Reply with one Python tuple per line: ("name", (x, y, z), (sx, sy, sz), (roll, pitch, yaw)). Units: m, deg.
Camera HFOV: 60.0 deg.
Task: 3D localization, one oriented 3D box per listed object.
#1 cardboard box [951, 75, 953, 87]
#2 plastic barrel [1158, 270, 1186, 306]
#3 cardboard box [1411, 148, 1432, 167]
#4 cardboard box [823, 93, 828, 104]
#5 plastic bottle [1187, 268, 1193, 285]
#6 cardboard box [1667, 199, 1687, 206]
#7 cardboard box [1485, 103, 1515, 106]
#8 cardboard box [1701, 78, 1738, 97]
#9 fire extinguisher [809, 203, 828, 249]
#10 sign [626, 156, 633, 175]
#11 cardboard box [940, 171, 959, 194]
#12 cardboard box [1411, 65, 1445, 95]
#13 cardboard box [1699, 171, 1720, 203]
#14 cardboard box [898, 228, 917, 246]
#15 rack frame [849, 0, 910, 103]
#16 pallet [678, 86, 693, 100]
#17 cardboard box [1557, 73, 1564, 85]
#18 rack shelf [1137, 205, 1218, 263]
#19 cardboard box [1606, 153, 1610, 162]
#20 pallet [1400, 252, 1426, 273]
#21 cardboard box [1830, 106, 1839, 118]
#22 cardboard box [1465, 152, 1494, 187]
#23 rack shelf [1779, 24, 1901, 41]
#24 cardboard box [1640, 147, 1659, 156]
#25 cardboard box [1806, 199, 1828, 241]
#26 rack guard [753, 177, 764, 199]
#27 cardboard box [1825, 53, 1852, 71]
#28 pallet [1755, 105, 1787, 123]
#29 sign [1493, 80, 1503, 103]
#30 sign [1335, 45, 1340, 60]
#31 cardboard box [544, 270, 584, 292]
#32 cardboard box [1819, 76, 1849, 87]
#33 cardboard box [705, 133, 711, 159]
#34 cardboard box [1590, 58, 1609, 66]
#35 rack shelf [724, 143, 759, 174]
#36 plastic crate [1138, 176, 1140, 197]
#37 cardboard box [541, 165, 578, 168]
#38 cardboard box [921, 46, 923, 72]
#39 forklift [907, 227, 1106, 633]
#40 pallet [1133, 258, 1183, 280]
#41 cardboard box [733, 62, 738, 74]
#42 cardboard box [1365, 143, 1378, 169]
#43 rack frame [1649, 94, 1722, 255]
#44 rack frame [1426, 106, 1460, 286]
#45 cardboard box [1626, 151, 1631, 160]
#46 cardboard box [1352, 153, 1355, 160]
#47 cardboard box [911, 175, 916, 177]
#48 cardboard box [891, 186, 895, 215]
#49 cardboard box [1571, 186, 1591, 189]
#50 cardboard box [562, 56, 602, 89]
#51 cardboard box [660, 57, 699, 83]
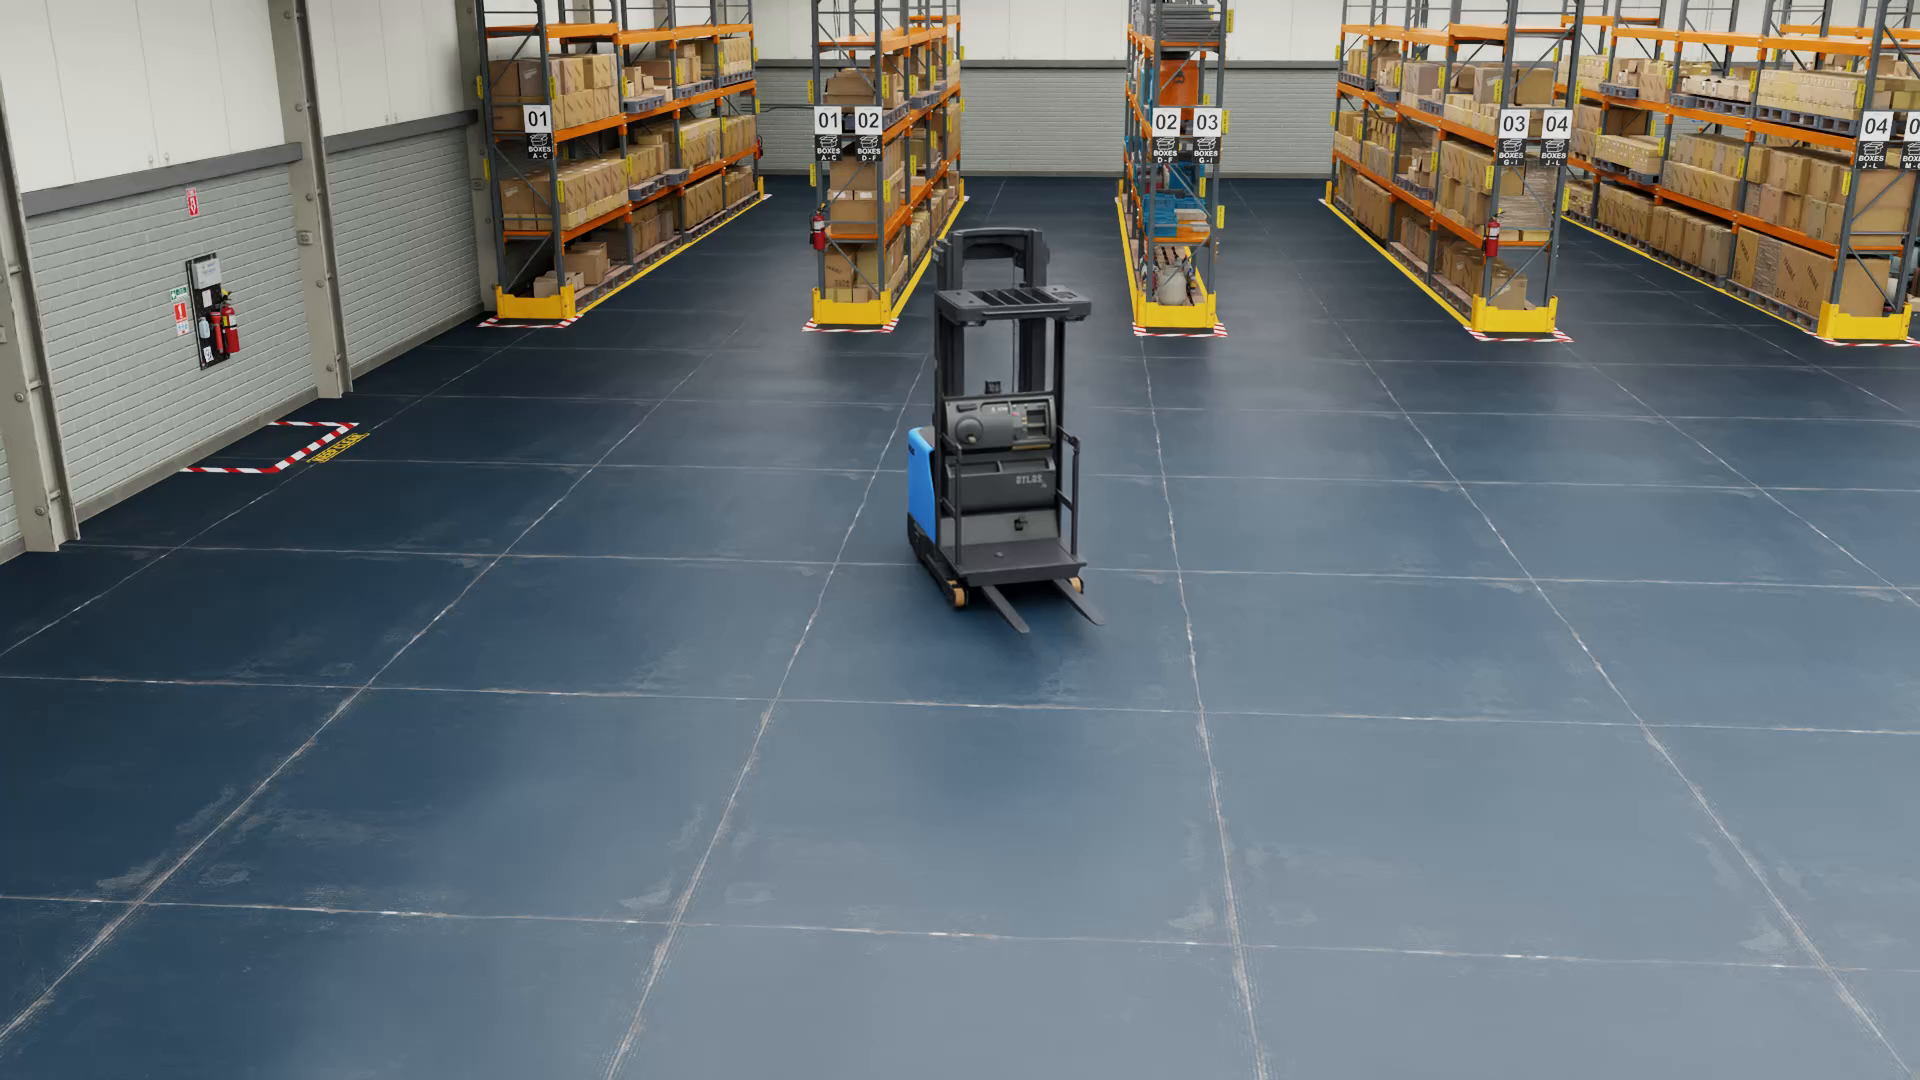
("cardboard box", (-0.425, -10.303, 37.299), (0.500, 0.250, 0.500), (1, 18, 4))
("plastic barrel", (3.267, -3.877, 25.587), (0.421, 0.512, 0.421), (0, 18, 0))
("cardboard box", (8.811, -7.107, 31.286), (0.500, 0.500, 0.500), (-1, 18, -3))
("cardboard box", (-1.825, -6.749, 25.555), (0.500, 0.250, 0.500), (1, 18, 4))
("plastic bottle", (3.783, -4.323, 27.301), (0.097, 0.271, 0.097), (0, 18, 0))
("cardboard box", (14.041, -6.463, 32.292), (0.500, 0.250, 0.500), (0, 18, 1))
("cardboard box", (8.127, -6.498, 25.048), (0.380, 0.149, 0.250), (2, 18, 5))
("cardboard box", (13.406, -7.981, 29.281), (0.500, 0.311, 0.500), (1, 18, 3))
("fire extinguisher", (-2.116, -4.703, 24.909), (0.296, 0.674, 0.183), (1, 18, 4))
("sign", (-5.757, -6.519, 28.938), (0.100, 0.325, 0.005), (1, 18, 4))
("cardboard box", (-0.290, -8.582, 39.931), (0.500, 0.500, 0.500), (1, 18, 4))
("cardboard box", (8.451, -8.285, 29.935), (0.500, 0.500, 0.500), (1, 18, 2))
("cardboard box", (13.306, -6.173, 29.111), (0.500, 0.500, 0.500), (1, 18, 4))
("cardboard box", (-1.038, -5.446, 29.893), (0.500, 0.311, 0.500), (1, 18, 3))
("rack frame", (-1.357, -8.859, 27.834), (1.000, 3.000, 0.127), (1, 18, 4))
("pallet", (-6.019, -8.897, 33.070), (1.213, 0.211, 1.003), (2, 18, 6))
("cardboard box", (14.036, -10.591, 38.179), (0.500, 0.250, 0.500), (2, 18, 6))
("rack shelf", (3.440, -4.933, 26.644), (1.077, 0.370, 4.000), (1, 18, 4))
("cardboard box", (13.495, -7.855, 34.133), (0.380, 0.149, 0.250), (1, 18, 4))
("pallet", (8.662, -5.082, 30.422), (1.003, 0.211, 1.213), (1, 18, 4))
("cardboard box", (12.899, -6.223, 24.176), (0.380, 0.149, 0.250), (2, 18, 5))
("cardboard box", (8.098, -5.694, 25.567), (0.500, 0.500, 0.500), (1, 18, 4))
("rack shelf", (19.125, -10.989, 36.133), (1.077, 0.370, 4.000), (1, 18, 4))
("cardboard box", (13.348, -7.489, 32.062), (0.380, 0.149, 0.250), (1, 18, 3))
("cardboard box", (13.175, -4.760, 24.719), (0.875, 0.550, 0.550), (1, 18, 4))
("rack guard", (-5.437, -8.664, 40.888), (1.175, 0.500, 0.348), (1, 18, 4))
("cardboard box", (19.046, -10.190, 35.714), (0.797, 0.503, 0.637), (3, 18, 8))
("pallet", (13.394, -6.773, 26.428), (1.003, 0.211, 1.213), (1, 18, 4))
("sign", (7.684, -6.408, 23.750), (0.100, 0.325, 0.005), (1, 18, 4))
("sign", (8.830, -11.405, 38.892), (0.100, 0.325, 0.005), (1, 18, 4))
("cardboard box", (-6.405, -4.196, 26.851), (0.500, 0.311, 0.500), (3, 18, 8))
("cardboard box", (12.936, -6.761, 24.536), (0.380, 0.149, 0.250), (1, 18, 4))
("cardboard box", (-5.578, -8.337, 35.205), (0.500, 0.500, 0.500), (1, 18, 4))
("cardboard box", (13.853, -10.337, 35.959), (0.380, 0.149, 0.250), (1, 18, 2))
("rack shelf", (-5.582, -8.881, 38.693), (1.077, 0.370, 4.000), (1, 18, 4))
("plastic crate", (3.352, -6.238, 29.497), (0.392, 0.384, 0.575), (1, 18, 4))
("cardboard box", (-6.623, -5.955, 27.612), (0.500, 0.500, 0.500), (2, 18, 5))
("cardboard box", (-0.997, -9.492, 32.818), (0.500, 0.500, 0.500), (1, 18, 4))
("forklift", (0.393, -0.973, 13.511), (1.130, 2.935, 3.031), (-5, 19, -14))
("pallet", (3.601, -4.816, 29.609), (1.003, 0.211, 1.213), (1, 18, 4))
("cardboard box", (-5.332, -10.729, 37.766), (0.500, 0.250, 0.500), (1, 18, 2))
("cardboard box", (8.779, -8.024, 34.762), (0.500, 0.500, 0.500), (1, 18, 4))
("rack frame", (13.750, -6.886, 31.448), (1.000, 3.000, 0.127), (1, 18, 4))
("rack frame", (8.523, -5.786, 28.090), (1.000, 3.000, 0.127), (1, 18, 4))
("cardboard box", (13.403, -7.591, 32.850), (0.380, 0.149, 0.250), (1, 18, 4))
("cardboard box", (8.829, -8.413, 36.510), (0.380, 0.149, 0.250), (1, 18, 3))
("cardboard box", (-1.140, -7.096, 32.232), (0.500, 0.311, 0.500), (2, 18, 7))
("cardboard box", (-1.454, -5.598, 27.356), (0.700, 0.500, 0.500), (2, 18, 5))
("cardboard box", (13.950, -7.854, 37.349), (0.380, 0.149, 0.250), (1, 18, 4))
("cardboard box", (-6.120, -7.580, 26.952), (0.500, 0.500, 0.500), (1, 18, 2))
("cardboard box", (-5.873, -9.839, 34.775), (0.700, 0.500, 0.500), (1, 18, 3))
